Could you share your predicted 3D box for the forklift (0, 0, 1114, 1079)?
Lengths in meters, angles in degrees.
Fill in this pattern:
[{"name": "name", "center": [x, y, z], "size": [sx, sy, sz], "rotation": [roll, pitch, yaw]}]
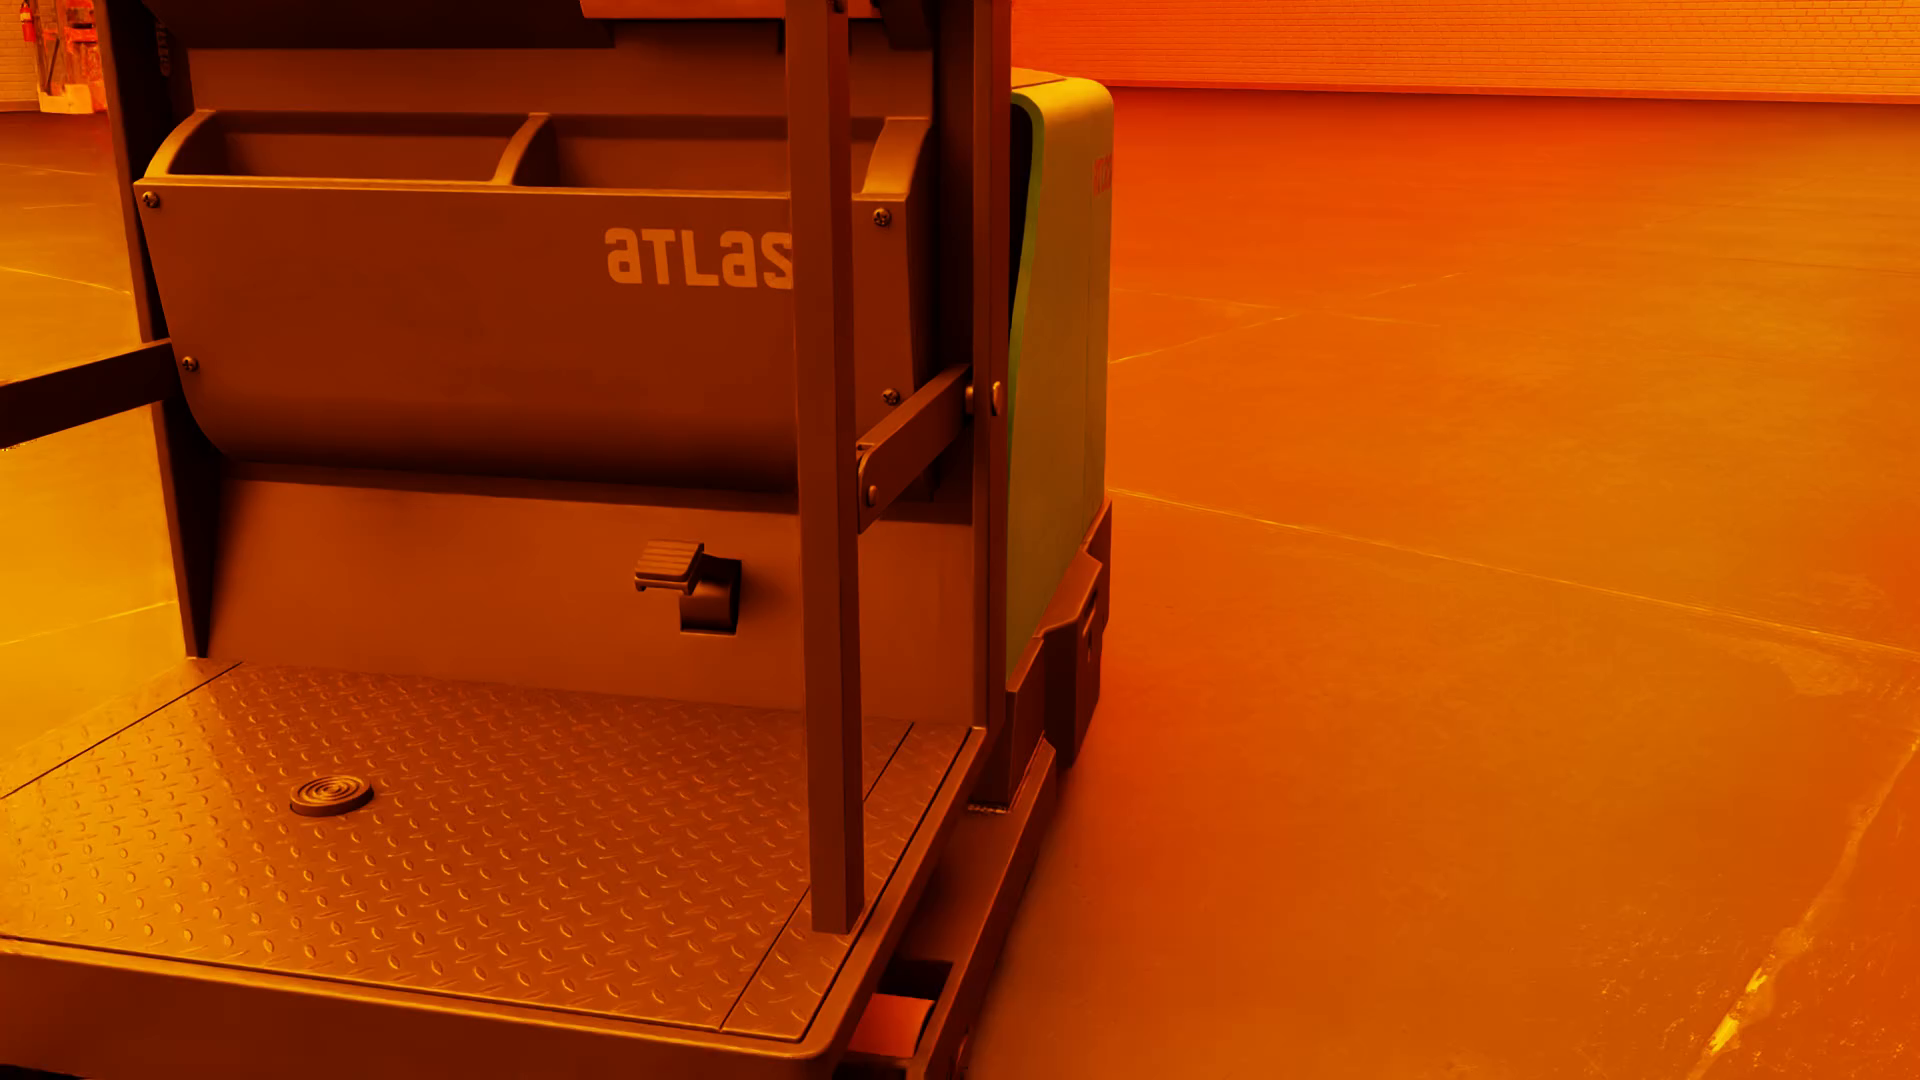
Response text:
[{"name": "forklift", "center": [-0.538, -0.812, 1.572], "size": [1.130, 2.935, 3.031], "rotation": [4, 17, 12]}]
